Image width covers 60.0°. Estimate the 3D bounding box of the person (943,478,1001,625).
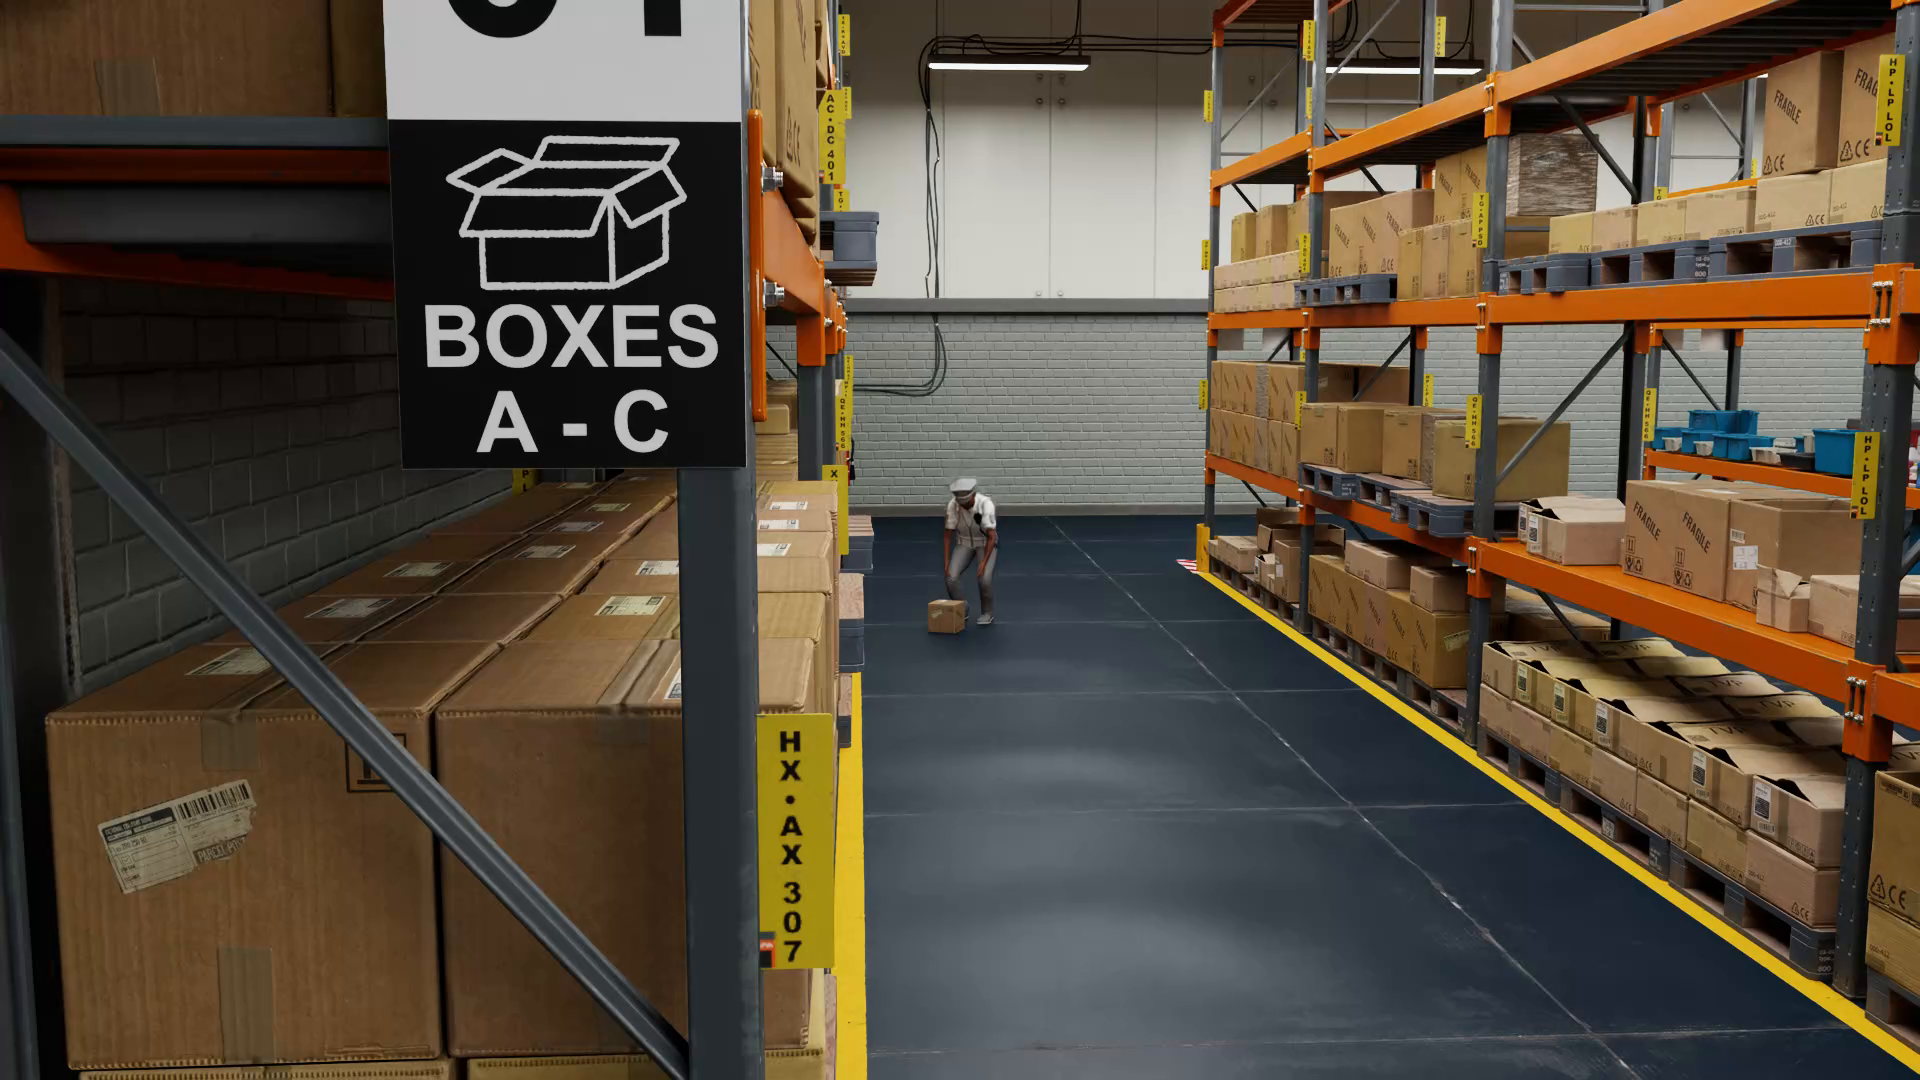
[{"bbox_3d":[0.118,0.097,14.863,0.496,1.331,0.741,3,7,21],"label":"person"}]
